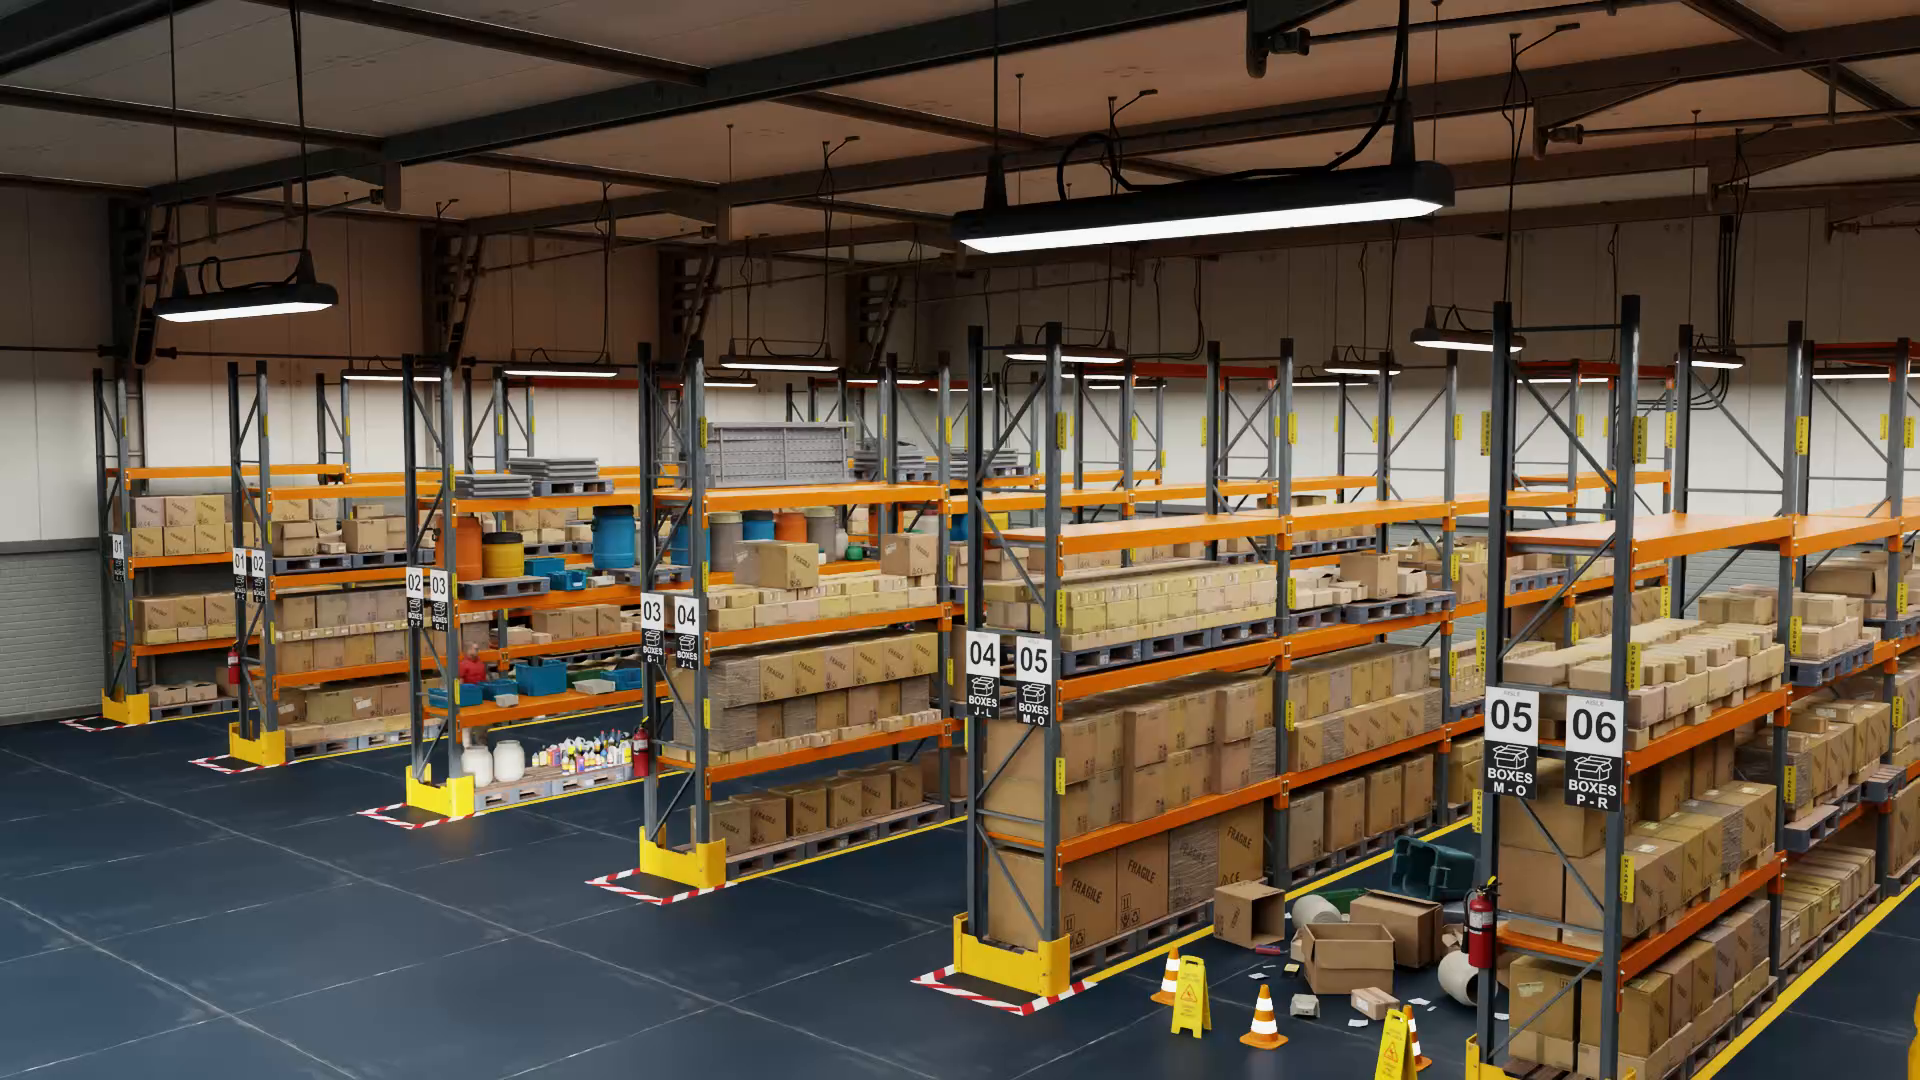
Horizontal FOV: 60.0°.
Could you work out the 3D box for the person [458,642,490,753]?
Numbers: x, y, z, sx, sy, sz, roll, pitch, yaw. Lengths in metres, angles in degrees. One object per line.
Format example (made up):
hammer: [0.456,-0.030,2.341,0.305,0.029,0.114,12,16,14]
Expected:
person: [-7.470,2.471,25.547,0.391,1.823,0.595,3,5,33]

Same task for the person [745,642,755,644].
person: [-3.750,2.169,29.780,0.564,1.595,0.567,-3,5,-35]
